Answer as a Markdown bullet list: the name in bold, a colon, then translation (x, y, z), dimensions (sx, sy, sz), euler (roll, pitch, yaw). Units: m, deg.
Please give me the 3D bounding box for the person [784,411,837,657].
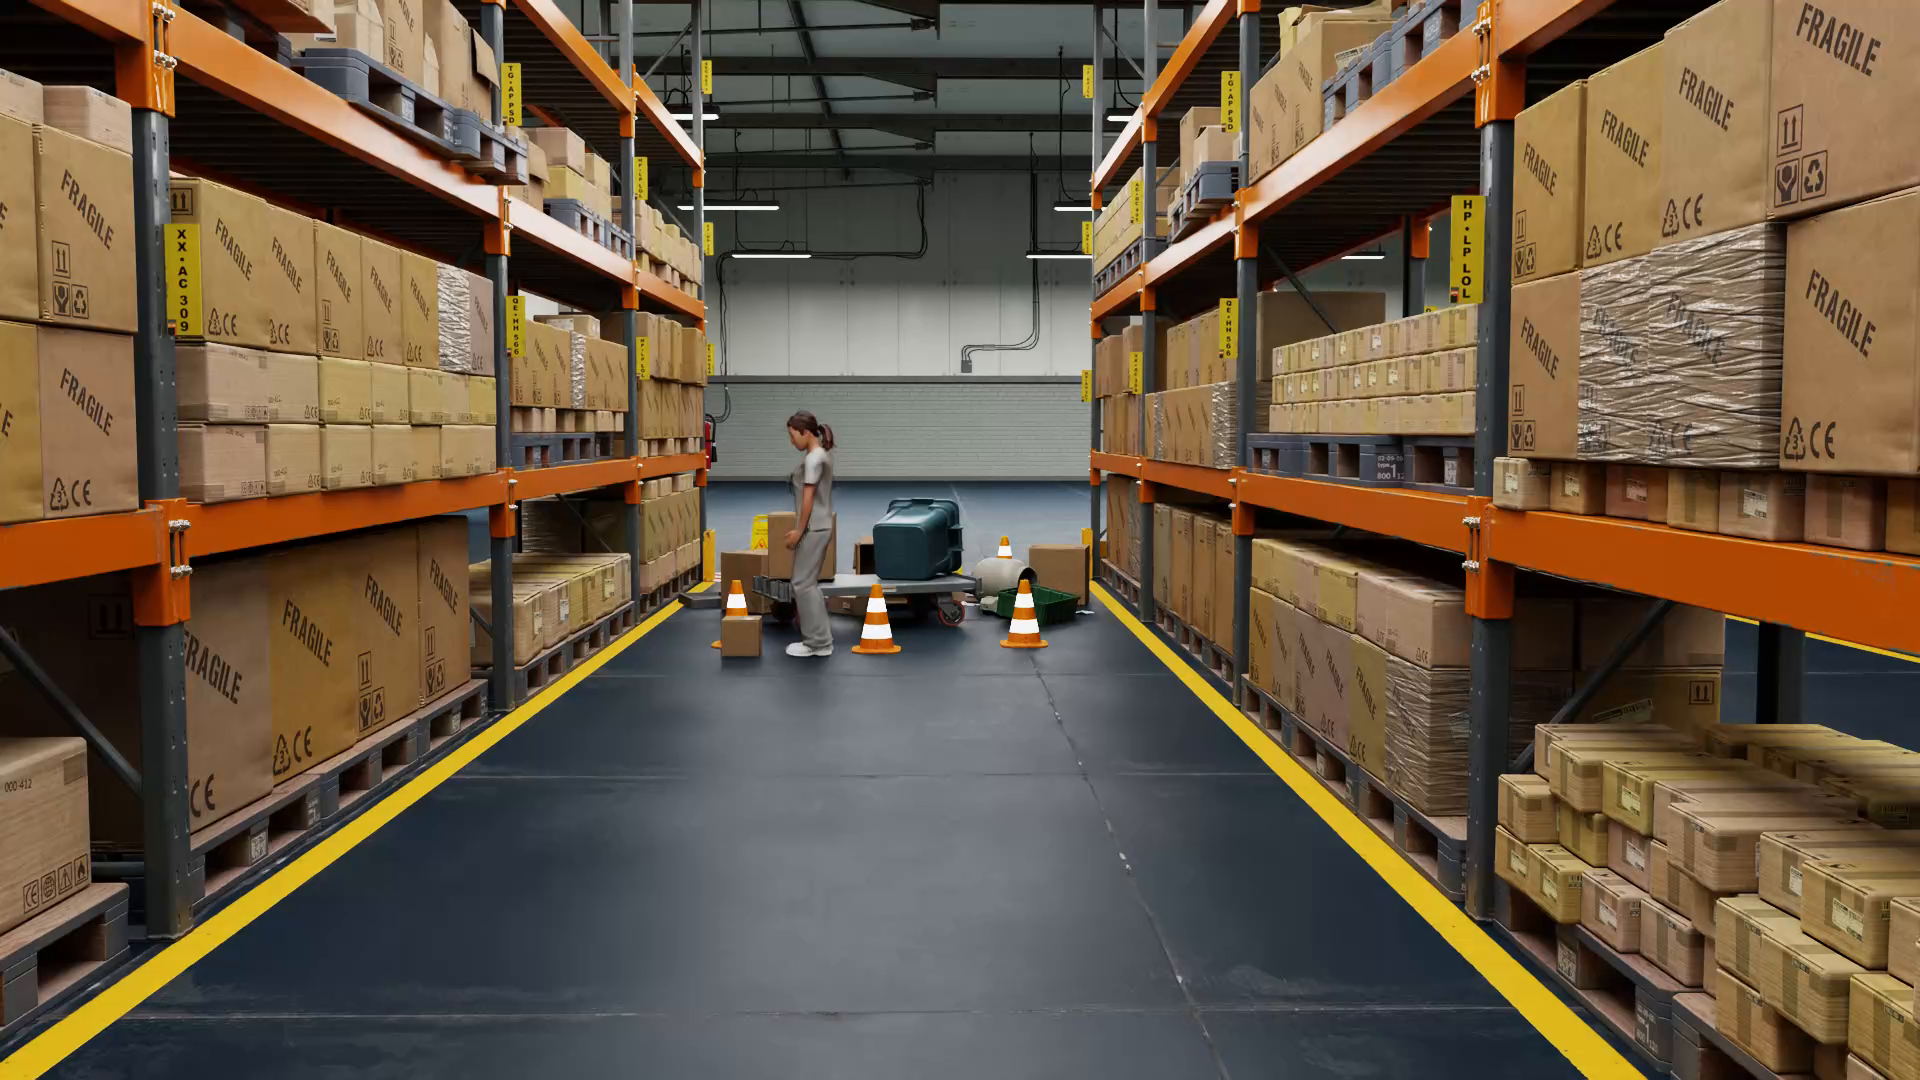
- **person**: translation (-1.005, -0.029, 11.276), dimensions (0.350, 1.631, 0.449), euler (0, 4, 0)
